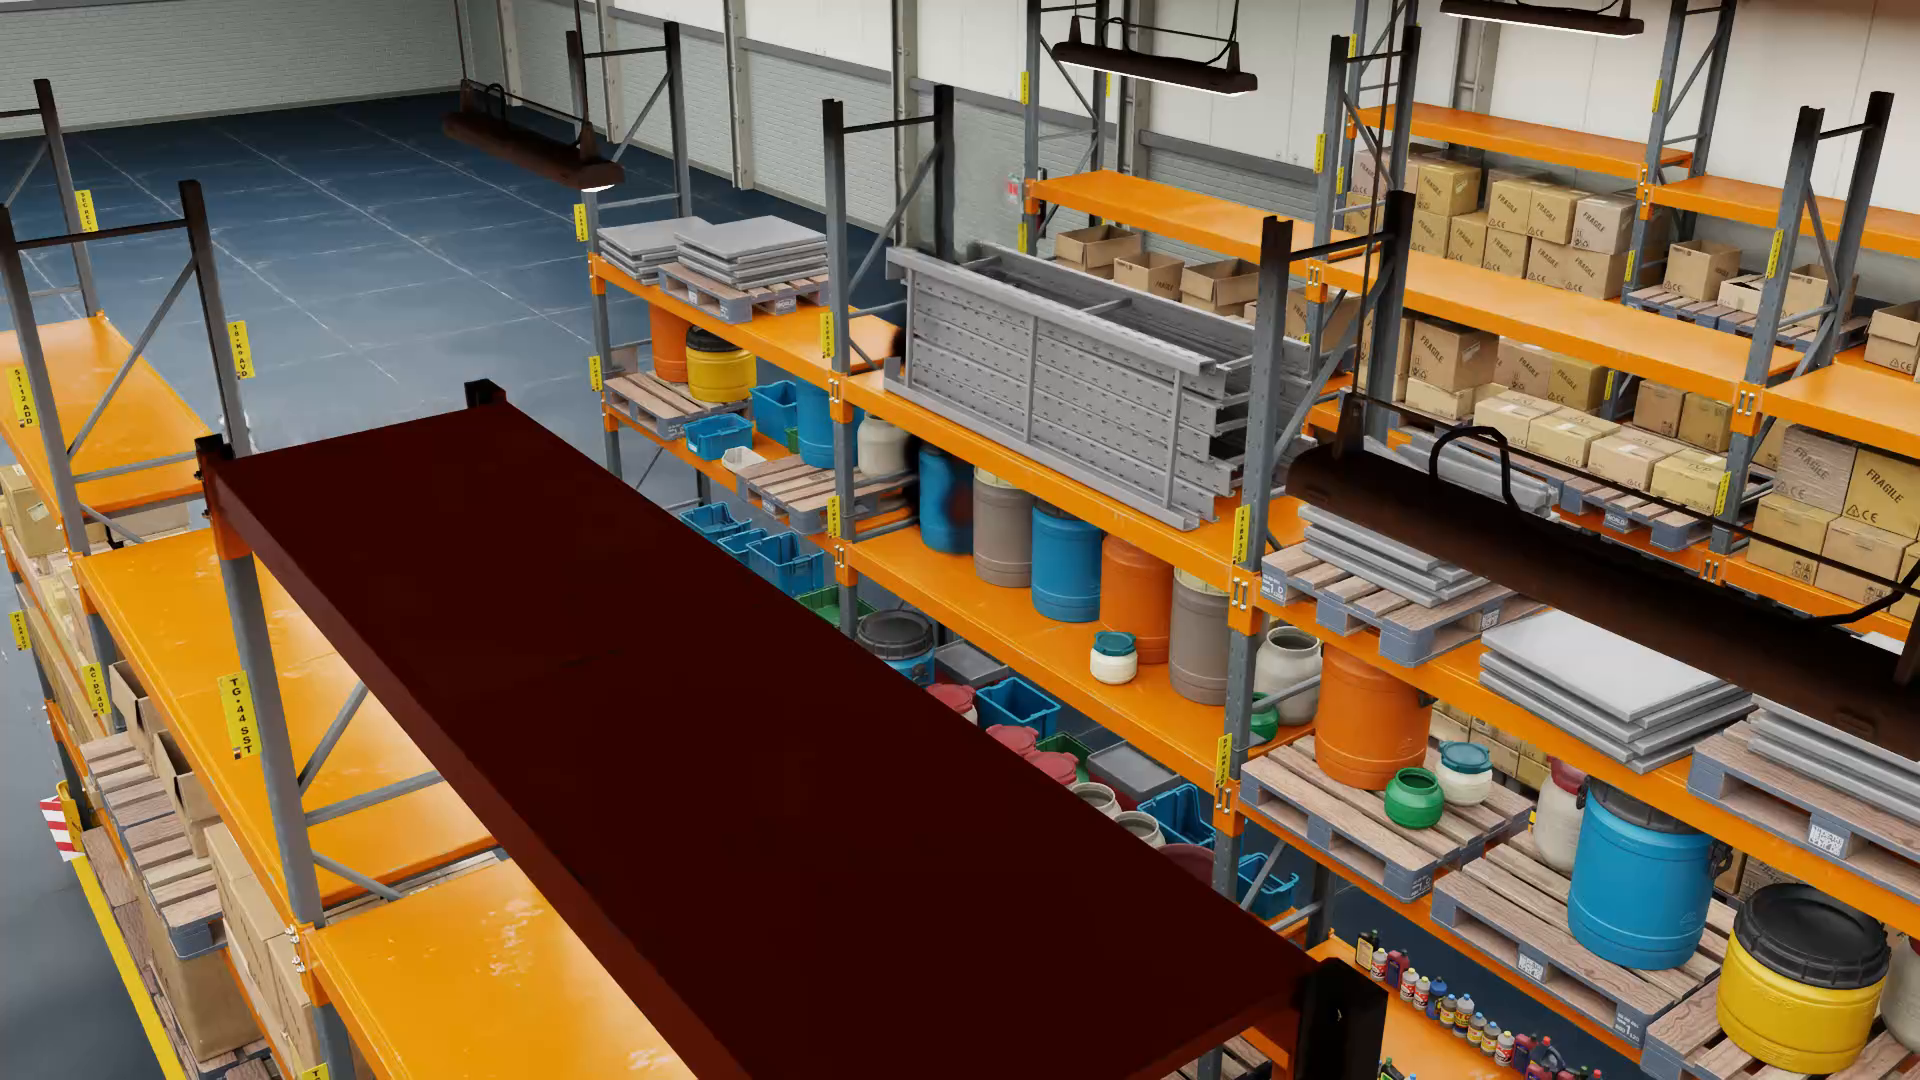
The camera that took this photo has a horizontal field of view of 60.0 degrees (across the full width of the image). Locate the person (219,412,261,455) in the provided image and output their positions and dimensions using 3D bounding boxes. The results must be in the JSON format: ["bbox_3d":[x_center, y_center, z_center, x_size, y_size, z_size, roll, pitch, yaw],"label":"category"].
[{"bbox_3d":[-7.726,-0.548,18.024,0.836,1.812,0.644,-7,26,-14],"label":"person"}]
